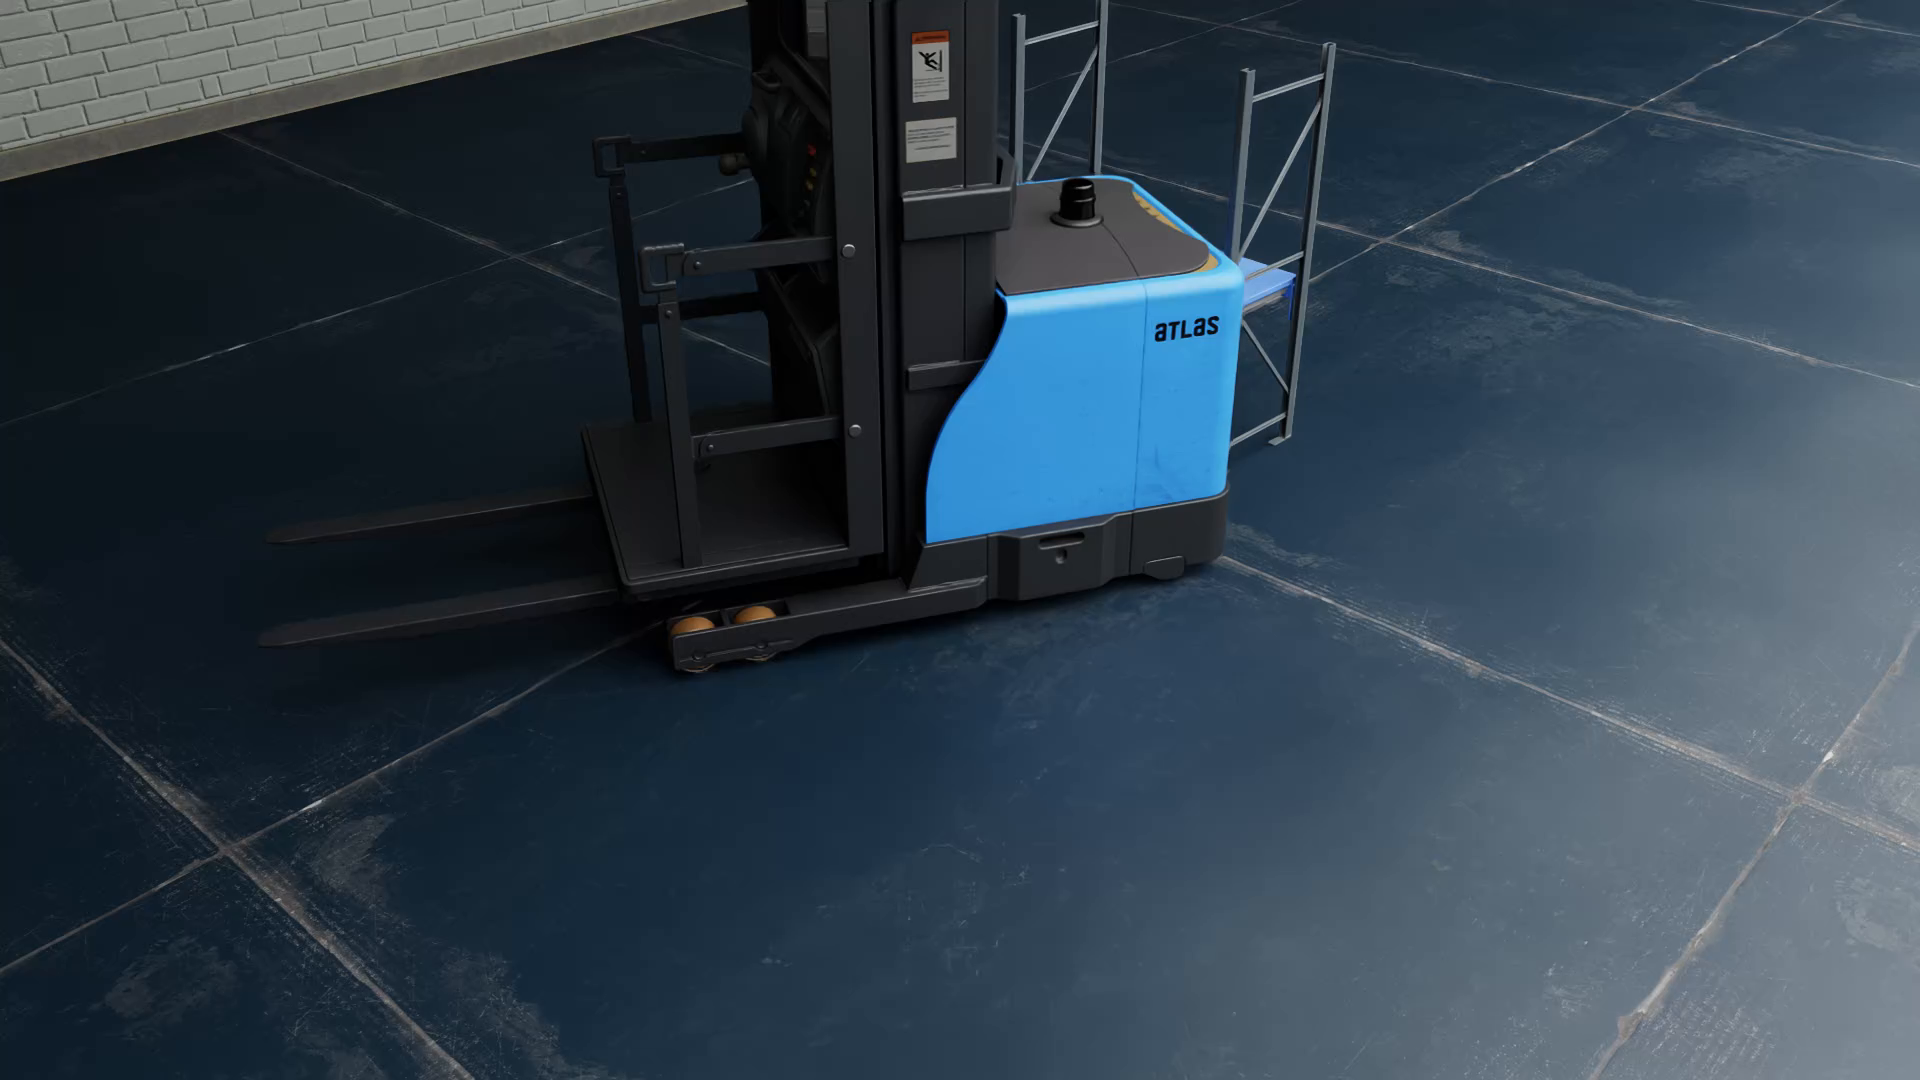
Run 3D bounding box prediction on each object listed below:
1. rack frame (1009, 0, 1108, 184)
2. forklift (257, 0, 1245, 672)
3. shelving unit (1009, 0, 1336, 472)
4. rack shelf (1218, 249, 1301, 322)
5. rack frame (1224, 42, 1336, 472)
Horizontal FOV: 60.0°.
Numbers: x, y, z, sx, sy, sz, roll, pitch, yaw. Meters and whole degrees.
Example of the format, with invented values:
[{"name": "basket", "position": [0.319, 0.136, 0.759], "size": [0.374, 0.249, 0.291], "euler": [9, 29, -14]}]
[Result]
[{"name": "rack frame", "position": [0.372, -1.327, 6.499], "size": [0.500, 1.500, 0.032], "euler": [-27, 40, -37]}, {"name": "forklift", "position": [-0.691, -1.158, 4.831], "size": [3.031, 2.935, 1.130], "euler": [-9, 32, -15]}, {"name": "shelving unit", "position": [0.730, -1.141, 6.191], "size": [0.538, 1.500, 1.048], "euler": [-27, 40, -37]}, {"name": "rack shelf", "position": [0.730, -0.987, 6.283], "size": [0.538, 0.185, 1.000], "euler": [-27, 40, -37]}, {"name": "rack frame", "position": [1.089, -0.955, 5.882], "size": [0.500, 1.500, 0.032], "euler": [-27, 40, -37]}]
